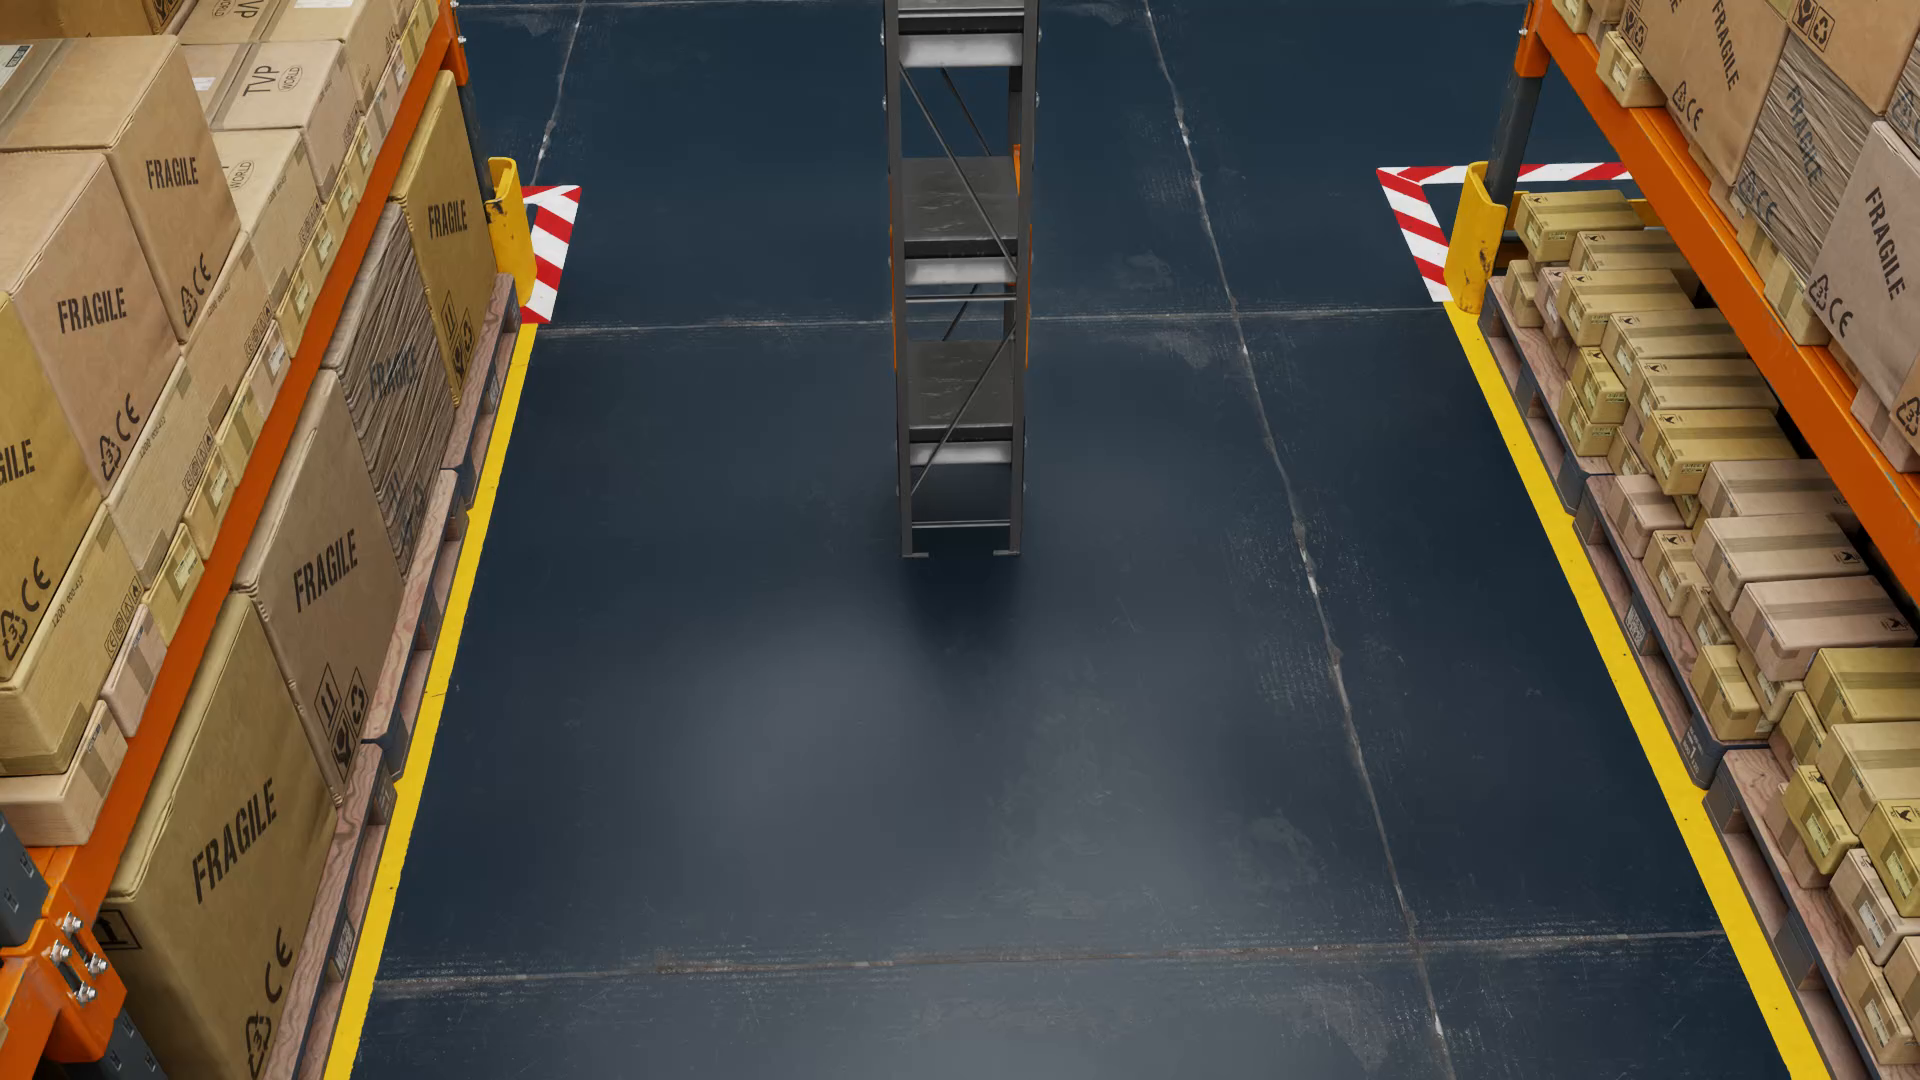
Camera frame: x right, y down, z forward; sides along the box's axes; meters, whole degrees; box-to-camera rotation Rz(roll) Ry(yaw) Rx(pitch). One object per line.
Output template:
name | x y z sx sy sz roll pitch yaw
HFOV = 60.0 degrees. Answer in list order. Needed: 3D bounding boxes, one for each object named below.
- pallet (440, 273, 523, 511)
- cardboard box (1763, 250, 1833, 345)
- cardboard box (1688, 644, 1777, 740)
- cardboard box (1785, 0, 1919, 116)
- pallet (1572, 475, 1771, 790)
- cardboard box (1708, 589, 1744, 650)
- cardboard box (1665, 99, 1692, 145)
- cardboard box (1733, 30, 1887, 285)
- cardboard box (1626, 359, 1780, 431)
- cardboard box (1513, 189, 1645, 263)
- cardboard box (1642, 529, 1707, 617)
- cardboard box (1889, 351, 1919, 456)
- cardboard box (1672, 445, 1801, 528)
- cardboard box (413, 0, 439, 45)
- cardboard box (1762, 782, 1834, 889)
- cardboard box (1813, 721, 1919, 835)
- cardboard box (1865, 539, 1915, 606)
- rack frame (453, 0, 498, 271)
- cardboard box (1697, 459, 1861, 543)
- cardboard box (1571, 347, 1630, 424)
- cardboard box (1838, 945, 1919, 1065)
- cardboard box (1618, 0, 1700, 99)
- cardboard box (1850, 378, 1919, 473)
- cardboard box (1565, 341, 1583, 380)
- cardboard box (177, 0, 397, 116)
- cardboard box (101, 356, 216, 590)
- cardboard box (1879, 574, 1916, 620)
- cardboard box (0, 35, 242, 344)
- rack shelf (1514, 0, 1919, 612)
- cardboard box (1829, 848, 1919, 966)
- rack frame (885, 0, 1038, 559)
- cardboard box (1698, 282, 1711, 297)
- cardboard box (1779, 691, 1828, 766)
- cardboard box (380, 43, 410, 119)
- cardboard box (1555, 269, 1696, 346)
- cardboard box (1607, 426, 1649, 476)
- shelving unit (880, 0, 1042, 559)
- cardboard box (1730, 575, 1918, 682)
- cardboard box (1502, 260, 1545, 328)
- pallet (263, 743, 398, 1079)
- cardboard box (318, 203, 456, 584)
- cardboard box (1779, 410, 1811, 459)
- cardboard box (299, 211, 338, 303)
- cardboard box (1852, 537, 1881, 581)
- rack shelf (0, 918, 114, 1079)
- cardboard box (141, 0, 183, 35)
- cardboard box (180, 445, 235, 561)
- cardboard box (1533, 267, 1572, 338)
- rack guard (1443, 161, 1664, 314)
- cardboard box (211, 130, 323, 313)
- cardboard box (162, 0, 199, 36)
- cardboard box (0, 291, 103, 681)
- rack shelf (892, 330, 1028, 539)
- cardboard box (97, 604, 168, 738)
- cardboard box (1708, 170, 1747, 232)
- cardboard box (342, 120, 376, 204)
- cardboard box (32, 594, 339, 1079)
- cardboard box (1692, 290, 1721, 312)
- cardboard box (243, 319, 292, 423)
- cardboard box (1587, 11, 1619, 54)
pallet | -2.242 -0.564 6.209 1.003 0.211 1.213 -2 43 -2
cardboard box | 2.392 -0.650 4.426 0.380 0.149 0.250 -1 43 -1
cardboard box | 2.375 0.439 4.850 0.380 0.149 0.250 -2 43 -2
cardboard box | 2.413 -1.372 3.993 0.500 0.500 0.500 -3 43 -3
pallet | 2.657 0.246 5.325 1.003 0.211 1.213 -2 43 -2
cardboard box | 2.458 0.192 4.900 0.380 0.149 0.250 -4 43 -4
cardboard box | 2.450 -1.358 5.198 0.380 0.149 0.250 0 43 0
cardboard box | 2.433 -1.004 4.331 0.500 0.500 0.500 -3 43 -3
cardboard box | 2.399 -0.455 5.385 0.380 0.149 0.250 0 43 0
cardboard box | 2.289 -1.164 6.158 0.380 0.149 0.250 -3 43 -4
cardboard box | 2.387 0.099 5.221 0.380 0.149 0.250 -2 43 -2
cardboard box | 2.452 -0.319 3.584 0.500 0.500 0.500 -3 43 -3
cardboard box | 2.487 -0.173 5.297 0.380 0.149 0.250 0 43 0
cardboard box | -2.010 -1.806 5.687 0.380 0.149 0.250 -1 43 -1
cardboard box | 2.416 0.783 4.475 0.380 0.149 0.250 -3 43 -3
cardboard box | 2.432 0.601 4.233 0.380 0.149 0.250 -2 43 -2
cardboard box | 2.899 0.047 4.838 0.380 0.149 0.250 -3 43 -4
rack frame | -2.354 -2.130 5.854 1.000 3.000 0.127 -2 43 -2
cardboard box | 2.471 -0.109 5.008 0.380 0.149 0.250 -2 43 -2
cardboard box | 2.328 -0.531 5.688 0.380 0.149 0.250 0 43 0
cardboard box | 2.419 1.138 4.088 0.380 0.149 0.250 -1 43 -1
cardboard box | 2.397 -1.679 5.068 0.500 0.500 0.500 -2 43 -2
cardboard box | 2.431 -0.307 4.051 0.380 0.149 0.250 -3 43 -4
cardboard box | 2.419 -0.603 5.987 0.380 0.149 0.250 -1 43 -1
cardboard box | -2.047 -1.522 5.082 0.500 0.250 0.500 -2 43 -3
cardboard box | -1.958 -0.144 3.578 0.500 0.250 0.500 -2 43 -2
cardboard box | 2.989 0.156 4.938 0.380 0.149 0.250 -2 43 -2
cardboard box | -1.989 -0.775 3.711 0.500 0.500 0.500 -3 43 -3
rack shelf | 2.691 -0.589 4.705 1.077 0.370 4.000 -2 43 -2
cardboard box | 2.421 0.897 4.130 0.380 0.149 0.250 -4 43 -4
rack frame | 0.003 -0.721 4.983 0.400 2.100 0.015 -2 43 -2
cardboard box | 2.835 -1.006 5.986 0.380 0.149 0.250 -1 43 -1
cardboard box | 2.479 0.545 4.515 0.380 0.149 0.250 -1 43 -1
cardboard box | -1.987 -1.460 5.309 0.380 0.149 0.250 -2 43 -2
cardboard box | 2.303 -0.807 5.770 0.380 0.149 0.250 -2 43 -2
cardboard box | 2.426 -0.258 5.611 0.380 0.149 0.250 -2 43 -2
shelving unit | -0.007 -0.886 5.162 0.431 2.100 0.503 -2 43 -2
cardboard box | 2.396 0.244 4.623 0.380 0.149 0.250 -4 43 -4
cardboard box | 2.308 -0.945 6.360 0.380 0.149 0.250 -1 43 -1
pallet | -2.138 1.083 4.412 1.003 0.211 1.213 -2 43 -2
cardboard box | -2.208 -0.457 5.291 0.875 0.875 0.875 -2 43 -2
cardboard box | 2.972 -0.369 5.512 0.380 0.149 0.250 -1 43 -1
cardboard box | -1.945 -0.774 4.561 0.380 0.149 0.250 -1 43 -1
cardboard box | 2.898 0.088 5.233 0.380 0.149 0.250 -1 43 -1
rack shelf | -2.099 2.186 1.678 1.077 0.370 4.000 -2 43 -2
cardboard box | -2.582 -1.791 4.820 0.500 0.500 0.500 -3 43 -3
cardboard box | -1.900 -0.079 3.802 0.380 0.149 0.250 -3 43 -3
cardboard box | 2.327 -0.870 6.058 0.380 0.149 0.250 -2 43 -2
rack guard | 2.609 -1.231 6.723 1.175 0.500 0.348 -2 43 -2
cardboard box | -1.999 -0.827 4.323 0.500 0.250 0.500 -2 43 -2
cardboard box | -2.575 -1.502 5.059 0.500 0.250 0.500 -2 43 -2
cardboard box | -1.949 -0.091 2.965 0.500 0.500 0.500 -2 43 -2
rack shelf | -0.007 -0.360 5.645 0.431 0.518 0.480 -2 43 -2
cardboard box | -1.875 0.277 3.414 0.380 0.149 0.250 -3 43 -3
cardboard box | 2.419 -1.007 4.815 0.380 0.149 0.250 -2 43 -3
cardboard box | -1.965 -1.117 4.934 0.380 0.149 0.250 -3 43 -3
cardboard box | -2.132 0.751 3.972 0.875 0.875 0.875 -2 43 -2
cardboard box | 2.871 -0.891 6.081 0.380 0.149 0.250 -3 43 -3
cardboard box | -1.920 -0.421 4.175 0.380 0.149 0.250 -1 43 -1
cardboard box | 2.344 -1.713 5.584 0.380 0.149 0.250 0 43 0
